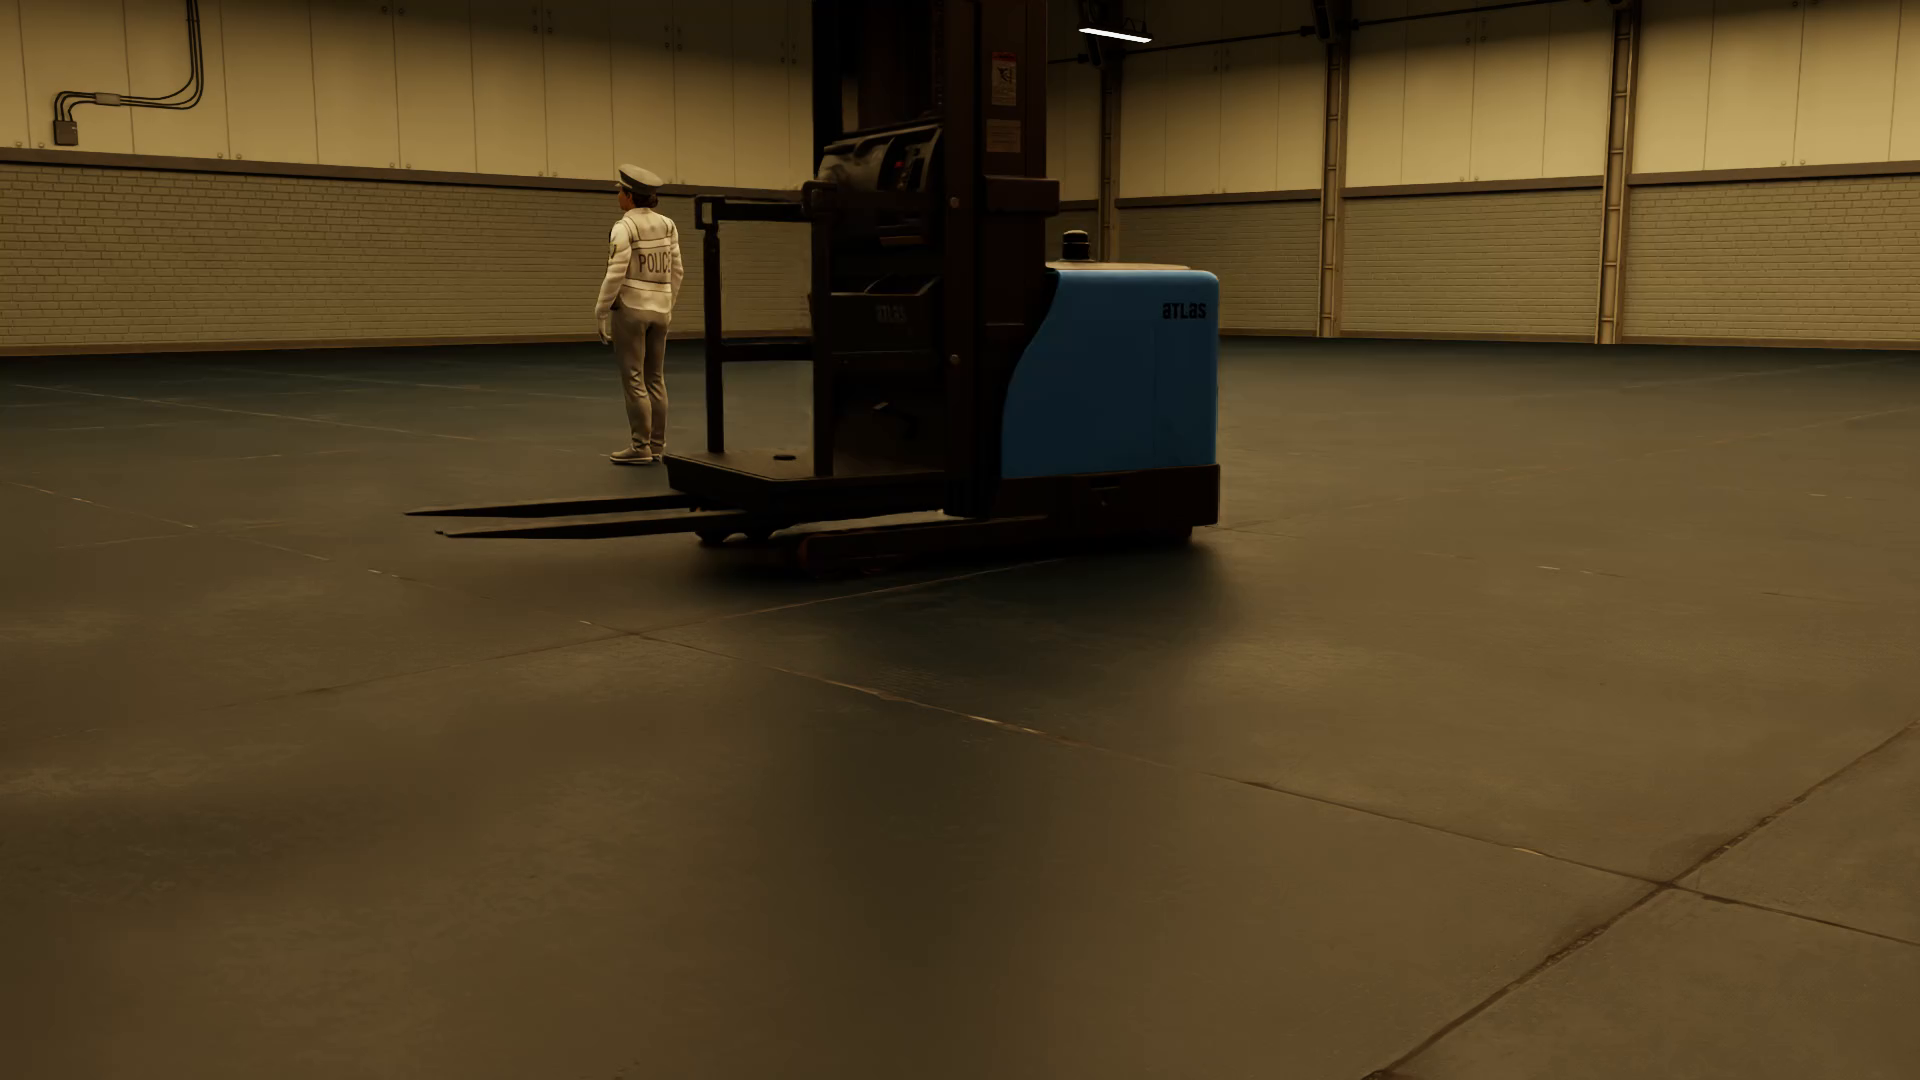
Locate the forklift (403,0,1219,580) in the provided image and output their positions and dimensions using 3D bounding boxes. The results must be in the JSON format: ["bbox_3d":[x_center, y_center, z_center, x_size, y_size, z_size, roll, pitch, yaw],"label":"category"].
[{"bbox_3d":[-0.495,-1.399,6.165,3.031,2.935,1.130,-5,10,-30],"label":"forklift"}]

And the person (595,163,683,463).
[{"bbox_3d":[-1.882,-1.288,9.531,0.531,1.694,0.587,6,11,36],"label":"person"}]
